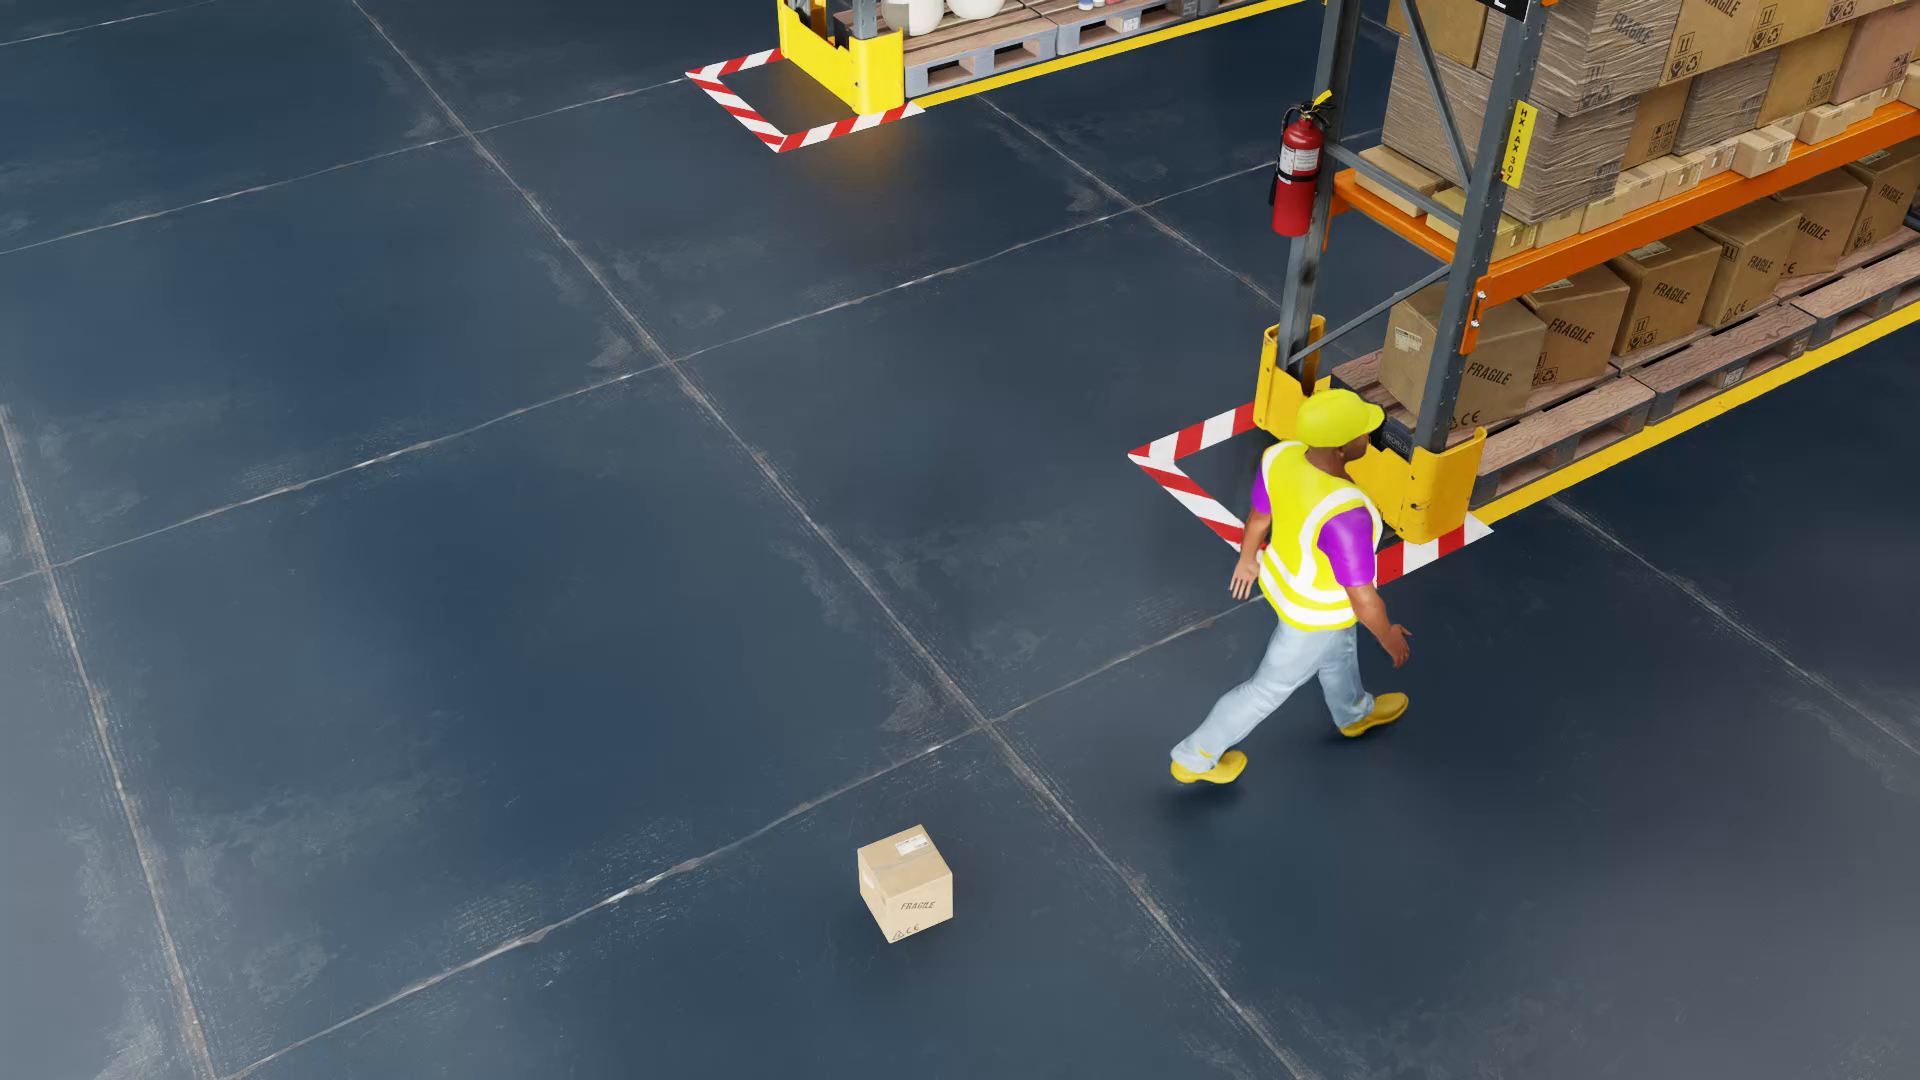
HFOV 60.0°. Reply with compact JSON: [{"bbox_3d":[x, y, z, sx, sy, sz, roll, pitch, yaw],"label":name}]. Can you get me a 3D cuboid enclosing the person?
[{"bbox_3d":[1.301,0.194,5.917,1.047,1.724,0.613,-9,41,-10],"label":"person"}]
